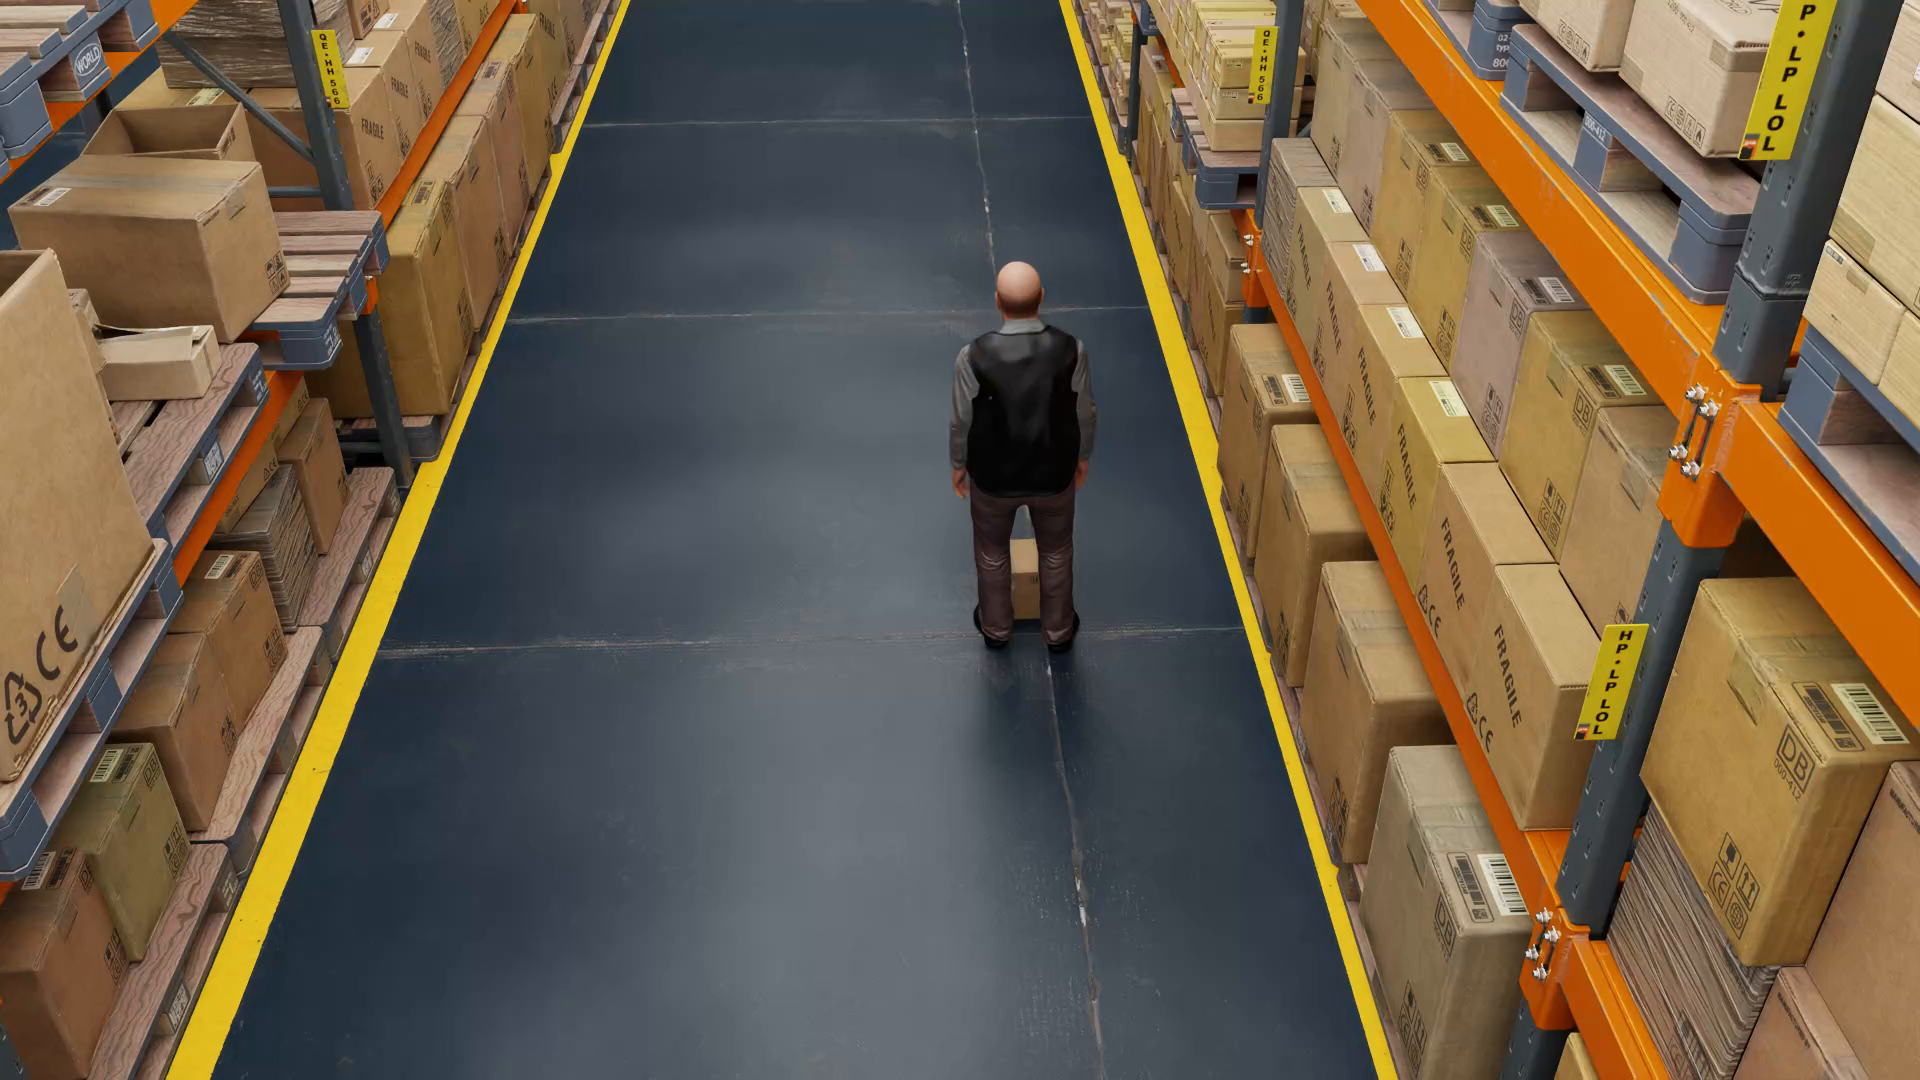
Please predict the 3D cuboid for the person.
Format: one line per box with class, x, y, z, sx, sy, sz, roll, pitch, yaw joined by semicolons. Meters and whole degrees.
person;0.239;-0.282;6.569;0.575;1.720;0.474;-3;35;-4
